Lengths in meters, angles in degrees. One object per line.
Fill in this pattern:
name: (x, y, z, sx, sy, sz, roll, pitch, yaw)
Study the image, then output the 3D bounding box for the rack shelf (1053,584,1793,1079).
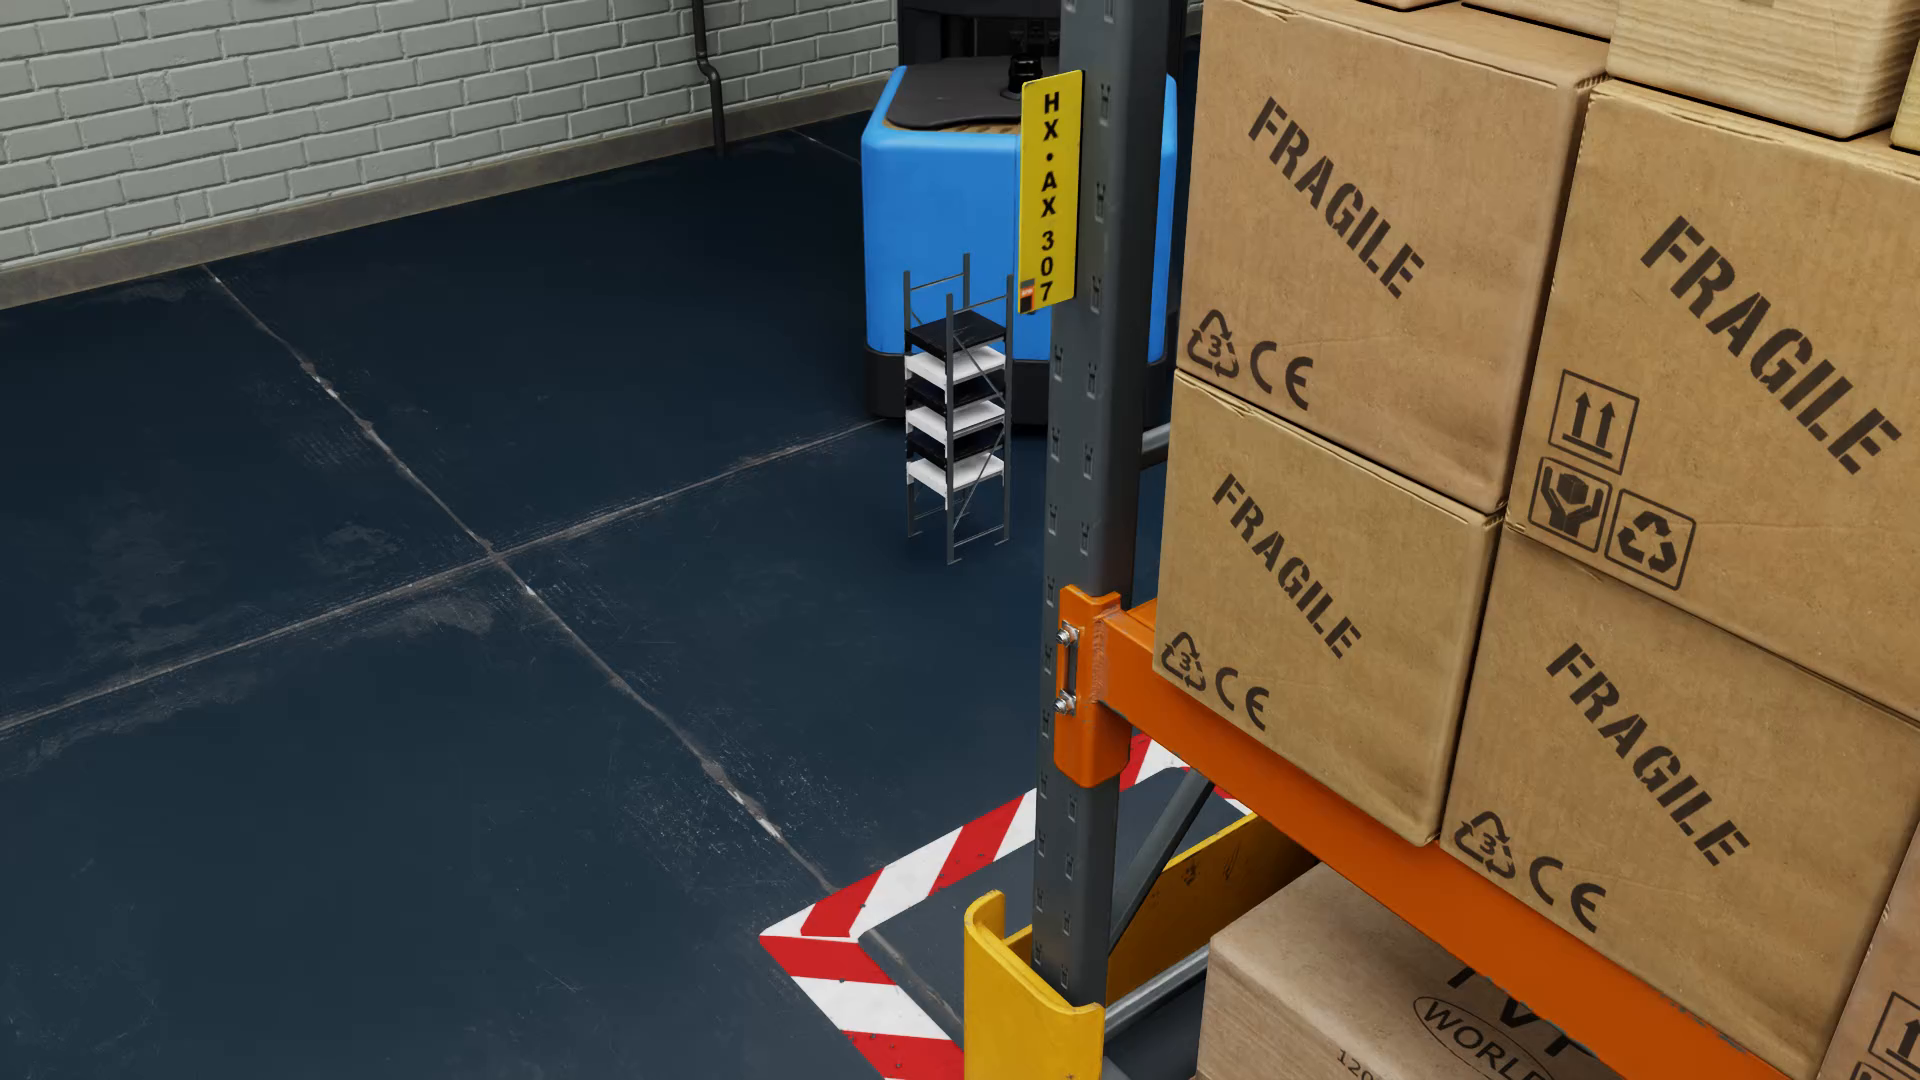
rack shelf: (1.790, 0.893, 1.650, 1.077, 0.370, 4.000, -22, 38, -31)

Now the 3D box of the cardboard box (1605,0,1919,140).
cardboard box: (0.848, -0.519, 1.586, 0.380, 0.149, 0.250, -21, 38, -30)

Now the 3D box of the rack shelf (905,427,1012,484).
rack shelf: (-0.005, -0.281, 5.083, 0.258, 0.077, 0.200, -22, 38, -31)

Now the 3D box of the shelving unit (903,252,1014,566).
shelving unit: (-0.005, -0.386, 5.018, 0.258, 0.900, 0.210, -22, 38, -31)

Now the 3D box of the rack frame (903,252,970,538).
rack frame: (-0.067, -0.428, 5.086, 0.240, 0.900, 0.006, -22, 38, -31)

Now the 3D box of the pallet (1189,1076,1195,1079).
pallet: (1.116, 1.247, 3.043, 1.003, 0.211, 1.213, -22, 38, -31)

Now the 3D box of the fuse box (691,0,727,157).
fuse box: (-1.164, -2.660, 7.910, 0.539, 1.711, 0.414, -22, 38, -31)

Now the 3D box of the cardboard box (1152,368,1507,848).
cardboard box: (0.631, 0.005, 2.305, 0.500, 0.500, 0.500, -23, 38, -32)

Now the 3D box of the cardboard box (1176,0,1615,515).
cardboard box: (0.633, -0.421, 2.042, 0.500, 0.500, 0.500, -23, 39, -32)

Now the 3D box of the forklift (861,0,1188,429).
forklift: (0.334, -2.382, 6.308, 1.130, 2.935, 3.031, 3, 32, 5)

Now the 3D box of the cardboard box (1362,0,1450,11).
cardboard box: (0.563, -0.751, 1.959, 0.380, 0.149, 0.250, -21, 38, -30)

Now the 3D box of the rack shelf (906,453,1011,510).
rack shelf: (-0.005, -0.204, 5.131, 0.258, 0.077, 0.200, -22, 38, -31)

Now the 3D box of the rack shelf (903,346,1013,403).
rack shelf: (-0.005, -0.510, 4.941, 0.258, 0.077, 0.200, -22, 38, -31)

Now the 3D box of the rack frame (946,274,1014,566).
rack frame: (0.057, -0.343, 4.950, 0.240, 0.900, 0.006, -22, 38, -31)

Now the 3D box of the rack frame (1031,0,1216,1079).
rack frame: (0.564, -0.246, 2.803, 1.000, 3.000, 0.127, -22, 38, -31)

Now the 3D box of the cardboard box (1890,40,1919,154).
cardboard box: (1.024, -0.415, 1.419, 0.380, 0.149, 0.250, -24, 39, -33)

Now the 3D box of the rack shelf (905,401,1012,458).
rack shelf: (-0.005, -0.357, 5.036, 0.258, 0.077, 0.200, -22, 38, -31)

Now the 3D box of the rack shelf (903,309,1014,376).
rack shelf: (-0.005, -0.587, 4.893, 0.258, 0.077, 0.200, -22, 38, -31)

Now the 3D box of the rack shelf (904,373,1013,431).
rack shelf: (-0.005, -0.434, 4.988, 0.258, 0.077, 0.200, -22, 38, -31)

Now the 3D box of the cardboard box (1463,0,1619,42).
cardboard box: (0.780, -0.665, 1.820, 0.380, 0.149, 0.250, -21, 38, -30)

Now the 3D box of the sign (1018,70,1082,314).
sign: (0.122, -0.470, 2.268, 0.100, 0.325, 0.005, -22, 38, -31)

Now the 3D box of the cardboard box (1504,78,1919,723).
cardboard box: (0.955, -0.208, 1.699, 0.500, 0.500, 0.500, -23, 39, -33)

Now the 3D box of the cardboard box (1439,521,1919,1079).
cardboard box: (0.963, 0.207, 1.980, 0.500, 0.500, 0.500, -23, 38, -32)

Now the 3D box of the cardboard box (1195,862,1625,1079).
cardboard box: (1.047, 0.907, 2.977, 0.875, 0.438, 0.875, -24, 39, -33)

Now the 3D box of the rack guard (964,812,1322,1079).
rack guard: (0.549, 0.806, 3.478, 1.175, 0.500, 0.348, -22, 38, -31)
